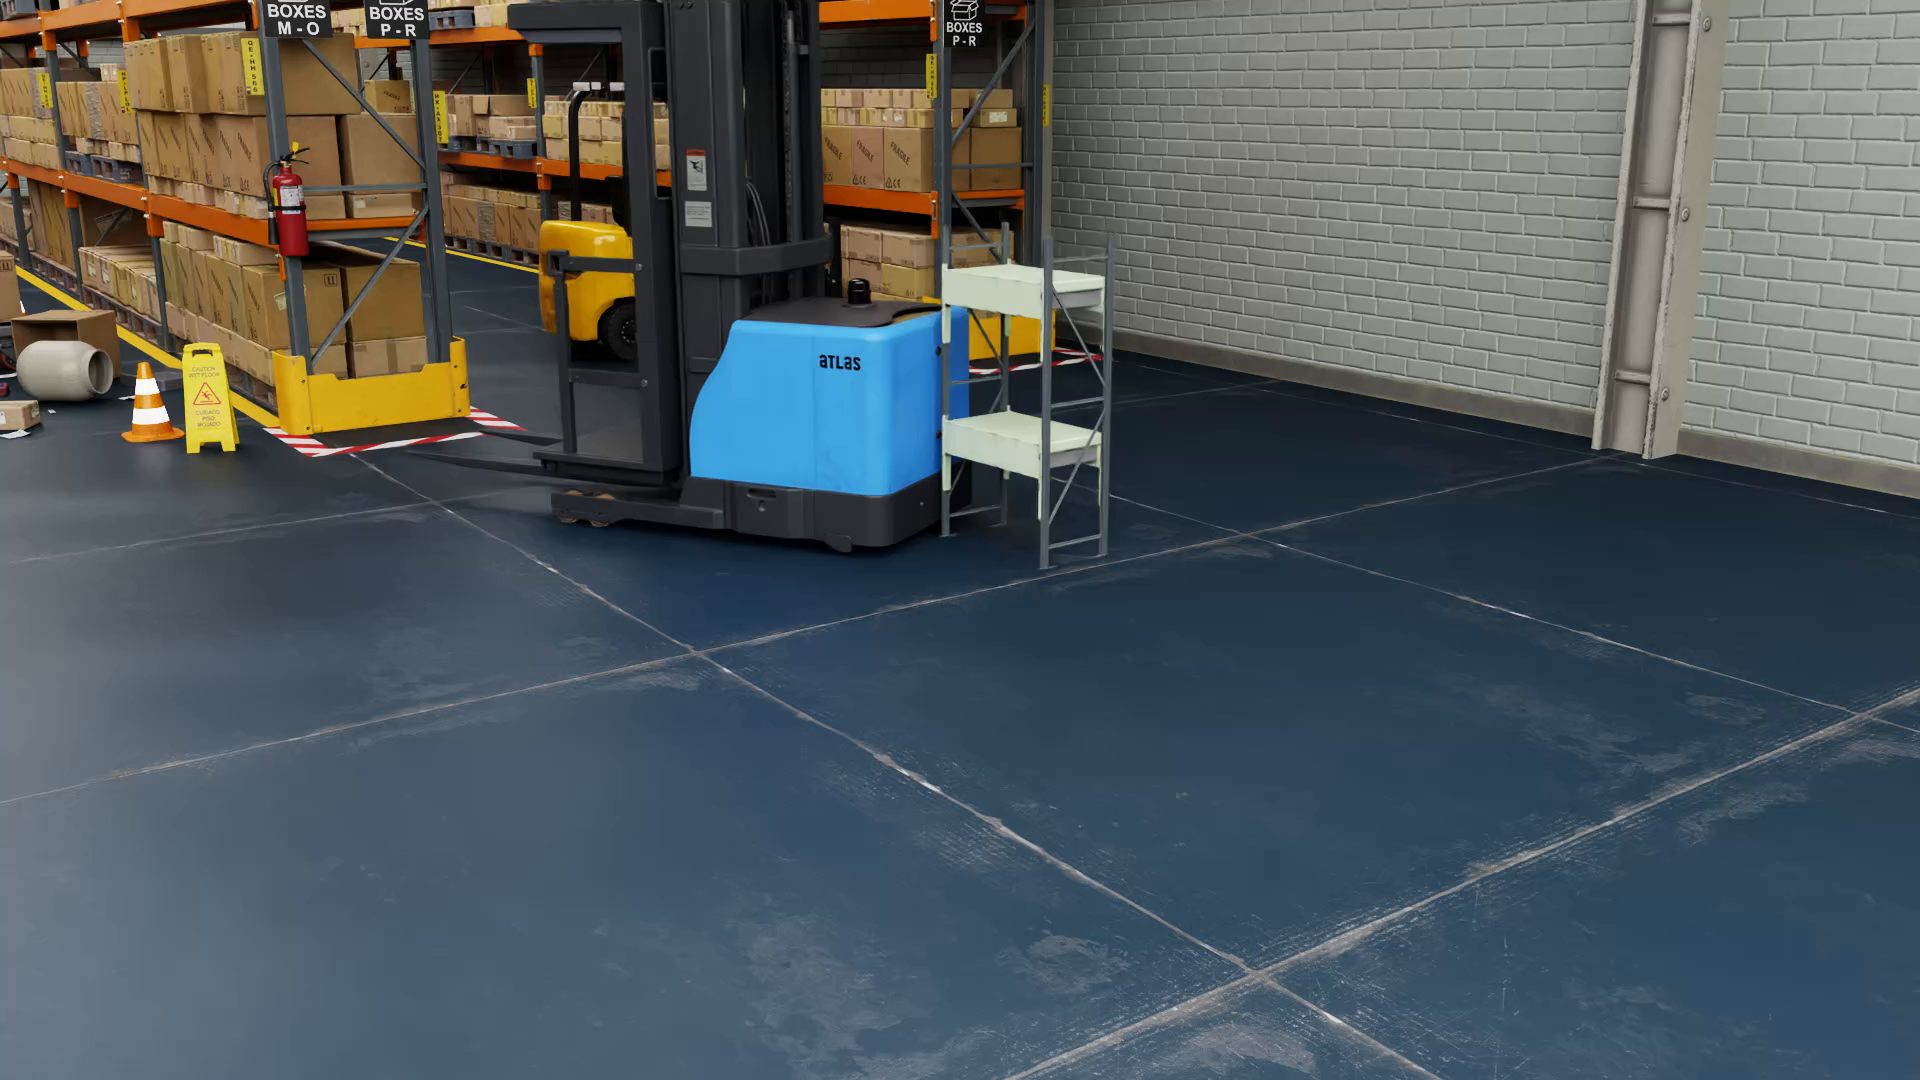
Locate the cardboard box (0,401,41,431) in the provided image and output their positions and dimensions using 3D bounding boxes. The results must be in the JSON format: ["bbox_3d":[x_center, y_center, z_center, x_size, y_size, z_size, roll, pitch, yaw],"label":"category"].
[{"bbox_3d":[-6.185,-0.801,10.721,0.380,0.149,0.250,-2,15,-6],"label":"cardboard box"}]

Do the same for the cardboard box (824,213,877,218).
[{"bbox_3d":[-1.078,-2.903,15.519,0.500,0.250,0.500,-11,19,-34],"label":"cardboard box"}]

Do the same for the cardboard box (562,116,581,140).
[{"bbox_3d":[-4.115,-4.618,18.606,0.500,0.250,0.500,-10,18,-33],"label":"cardboard box"}]

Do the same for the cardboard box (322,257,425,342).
[{"bbox_3d":[-4.046,-1.668,11.481,0.500,0.500,0.500,-12,19,-36],"label":"cardboard box"}]

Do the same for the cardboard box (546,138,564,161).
[{"bbox_3d":[-4.409,-4.484,19.063,0.500,0.250,0.500,-11,19,-34],"label":"cardboard box"}]

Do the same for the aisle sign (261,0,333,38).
[{"bbox_3d":[-3.979,-3.406,9.912,0.394,0.787,0.004,-11,19,-35],"label":"aisle sign"}]

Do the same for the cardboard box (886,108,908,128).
[{"bbox_3d":[-0.373,-3.423,13.482,0.380,0.149,0.250,-11,18,-34],"label":"cardboard box"}]

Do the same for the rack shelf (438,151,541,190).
[{"bbox_3d":[-5.648,-4.770,21.183,1.077,0.370,4.000,-11,19,-35],"label":"rack shelf"}]

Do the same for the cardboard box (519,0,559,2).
[{"bbox_3d":[-4.875,-6.295,19.239,0.380,0.149,0.250,-10,18,-33],"label":"cardboard box"}]

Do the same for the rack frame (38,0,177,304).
[{"bbox_3d":[-8.485,-3.918,16.710,1.000,3.000,0.127,-11,19,-35],"label":"rack frame"}]

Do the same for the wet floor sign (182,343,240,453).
[{"bbox_3d":[-4.535,-0.868,10.024,0.267,0.644,0.232,-4,16,-15],"label":"wet floor sign"}]

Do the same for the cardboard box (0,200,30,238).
[{"bbox_3d":[-12.175,-4.274,22.067,0.875,0.438,0.875,-10,18,-33],"label":"cardboard box"}]

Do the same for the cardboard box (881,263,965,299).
[{"bbox_3d":[-0.307,-2.154,13.730,0.500,0.250,0.500,-11,19,-35],"label":"cardboard box"}]

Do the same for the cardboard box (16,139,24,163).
[{"bbox_3d":[-10.198,-4.343,18.546,0.500,0.250,0.500,-11,19,-35],"label":"cardboard box"}]

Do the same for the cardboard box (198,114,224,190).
[{"bbox_3d":[-4.905,-2.690,11.469,0.500,0.500,0.500,-11,19,-35],"label":"cardboard box"}]

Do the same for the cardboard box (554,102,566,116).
[{"bbox_3d":[-4.365,-4.880,18.806,0.380,0.149,0.250,-10,18,-33],"label":"cardboard box"}]

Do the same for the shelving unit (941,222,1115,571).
[{"bbox_3d":[0.300,-0.692,7.762,0.431,1.500,0.755,-12,19,-37],"label":"shelving unit"}]

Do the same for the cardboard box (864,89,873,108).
[{"bbox_3d":[-0.581,-3.694,13.908,0.380,0.149,0.250,-11,19,-34],"label":"cardboard box"}]

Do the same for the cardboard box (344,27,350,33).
[{"bbox_3d":[-8.801,-7.441,24.374,0.380,0.149,0.250,-10,18,-33],"label":"cardboard box"}]

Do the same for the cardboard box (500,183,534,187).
[{"bbox_3d":[-5.893,-4.663,22.142,0.380,0.149,0.250,-12,19,-37],"label":"cardboard box"}]

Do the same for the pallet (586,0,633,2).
[{"bbox_3d":[-3.341,-5.676,17.807,1.003,0.211,1.213,-10,18,-32],"label":"pallet"}]

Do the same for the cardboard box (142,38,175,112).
[{"bbox_3d":[-5.494,-3.387,12.120,0.700,0.500,0.500,-11,19,-36],"label":"cardboard box"}]

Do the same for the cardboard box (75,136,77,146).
[{"bbox_3d":[-8.444,-3.901,16.329,0.380,0.149,0.250,-12,19,-38],"label":"cardboard box"}]

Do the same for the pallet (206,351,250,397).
[{"bbox_3d":[-4.988,-1.320,12.501,1.003,0.211,1.213,-11,19,-35],"label":"pallet"}]

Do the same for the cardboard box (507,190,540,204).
[{"bbox_3d":[-5.390,-4.245,20.616,0.380,0.149,0.250,-10,18,-33],"label":"cardboard box"}]

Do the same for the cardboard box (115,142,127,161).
[{"bbox_3d":[-6.980,-3.321,14.208,0.380,0.149,0.250,-11,19,-35],"label":"cardboard box"}]

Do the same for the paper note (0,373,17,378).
[{"bbox_3d":[-7.201,-1.254,12.600,0.148,0.019,0.142,-11,19,-35],"label":"paper note"}]

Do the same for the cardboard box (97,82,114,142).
[{"bbox_3d":[-7.181,-3.738,14.504,0.500,0.500,0.500,-10,18,-33],"label":"cardboard box"}]

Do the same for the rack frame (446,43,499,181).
[{"bbox_3d":[-6.824,-5.544,22.649,1.000,3.000,0.127,-11,19,-35],"label":"rack frame"}]

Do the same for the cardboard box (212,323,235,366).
[{"bbox_3d":[-5.084,-1.440,12.068,0.500,0.250,0.500,-12,19,-37],"label":"cardboard box"}]

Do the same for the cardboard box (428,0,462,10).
[{"bbox_3d":[-6.538,-6.828,21.149,0.380,0.149,0.250,-11,19,-34],"label":"cardboard box"}]

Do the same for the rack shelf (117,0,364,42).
[{"bbox_3d":[-4.957,-3.737,11.728,1.077,0.370,4.000,-11,19,-35],"label":"rack shelf"}]

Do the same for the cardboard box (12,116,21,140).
[{"bbox_3d":[-10.202,-4.585,18.482,0.500,0.250,0.500,-11,19,-34],"label":"cardboard box"}]

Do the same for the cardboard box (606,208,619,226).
[{"bbox_3d":[-3.330,-3.329,18.261,0.875,0.625,0.625,-12,19,-37],"label":"cardboard box"}]

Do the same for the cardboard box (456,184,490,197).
[{"bbox_3d":[-6.443,-4.635,22.041,0.380,0.149,0.250,-12,19,-37],"label":"cardboard box"}]

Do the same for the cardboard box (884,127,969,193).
[{"bbox_3d":[-0.270,-3.094,13.508,0.500,0.500,0.500,-11,19,-36],"label":"cardboard box"}]

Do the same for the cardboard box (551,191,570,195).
[{"bbox_3d":[-4.872,-4.261,20.671,0.380,0.149,0.250,-11,19,-34],"label":"cardboard box"}]

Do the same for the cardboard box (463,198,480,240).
[{"bbox_3d":[-6.111,-4.183,21.616,0.500,0.500,0.500,-12,19,-36],"label":"cardboard box"}]

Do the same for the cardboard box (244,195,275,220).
[{"bbox_3d":[-4.413,-2.172,10.807,0.380,0.149,0.250,-11,19,-35],"label":"cardboard box"}]

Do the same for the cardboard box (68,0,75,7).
[{"bbox_3d":[-7.936,-5.209,15.556,0.700,0.500,0.500,-11,19,-35],"label":"cardboard box"}]

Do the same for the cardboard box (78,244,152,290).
[{"bbox_3d":[-8.161,-2.731,16.555,0.950,0.372,0.625,-12,20,-38],"label":"cardboard box"}]

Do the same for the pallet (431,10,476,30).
[{"bbox_3d":[-5.885,-6.529,20.921,1.213,0.211,1.003,-11,19,-35],"label":"pallet"}]

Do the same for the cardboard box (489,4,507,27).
[{"bbox_3d":[-5.266,-6.243,19.806,0.500,0.250,0.500,-11,19,-34],"label":"cardboard box"}]

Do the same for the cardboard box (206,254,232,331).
[{"bbox_3d":[-5.064,-1.798,11.957,0.500,0.500,0.500,-11,19,-36],"label":"cardboard box"}]

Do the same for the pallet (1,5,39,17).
[{"bbox_3d":[-10.258,-5.939,18.773,0.805,0.209,1.217,-12,19,-37],"label":"pallet"}]

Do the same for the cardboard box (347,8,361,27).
[{"bbox_3d":[-8.530,-7.562,24.061,0.500,0.250,0.500,-12,19,-36],"label":"cardboard box"}]

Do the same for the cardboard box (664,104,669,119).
[{"bbox_3d":[-2.768,-4.348,16.861,0.380,0.149,0.250,-11,19,-35],"label":"cardboard box"}]

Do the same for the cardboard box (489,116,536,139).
[{"bbox_3d":[-5.354,-4.995,20.132,0.500,0.250,0.500,-12,19,-37],"label":"cardboard box"}]

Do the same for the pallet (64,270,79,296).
[{"bbox_3d":[-8.887,-2.753,17.736,1.003,0.211,1.213,-11,19,-35],"label":"pallet"}]

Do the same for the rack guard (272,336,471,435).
[{"bbox_3d":[-3.826,-1.021,10.858,1.175,0.500,0.348,-11,19,-35],"label":"rack guard"}]

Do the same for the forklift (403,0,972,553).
[{"bbox_3d":[-1.500,-1.594,8.347,3.031,2.935,1.130,7,17,24],"label":"forklift"}]

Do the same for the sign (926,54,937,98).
[{"bbox_3d":[-0.215,-3.573,12.805,0.100,0.325,0.005,-11,19,-35],"label":"sign"}]

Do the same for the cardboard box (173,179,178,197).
[{"bbox_3d":[-5.836,-2.728,12.837,0.380,0.149,0.250,-11,19,-35],"label":"cardboard box"}]

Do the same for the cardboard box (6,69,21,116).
[{"bbox_3d":[-10.196,-4.952,18.405,0.500,0.500,0.500,-11,19,-36],"label":"cardboard box"}]

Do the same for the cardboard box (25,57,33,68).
[{"bbox_3d":[-11.343,-5.705,19.927,0.380,0.149,0.250,-10,18,-33],"label":"cardboard box"}]
